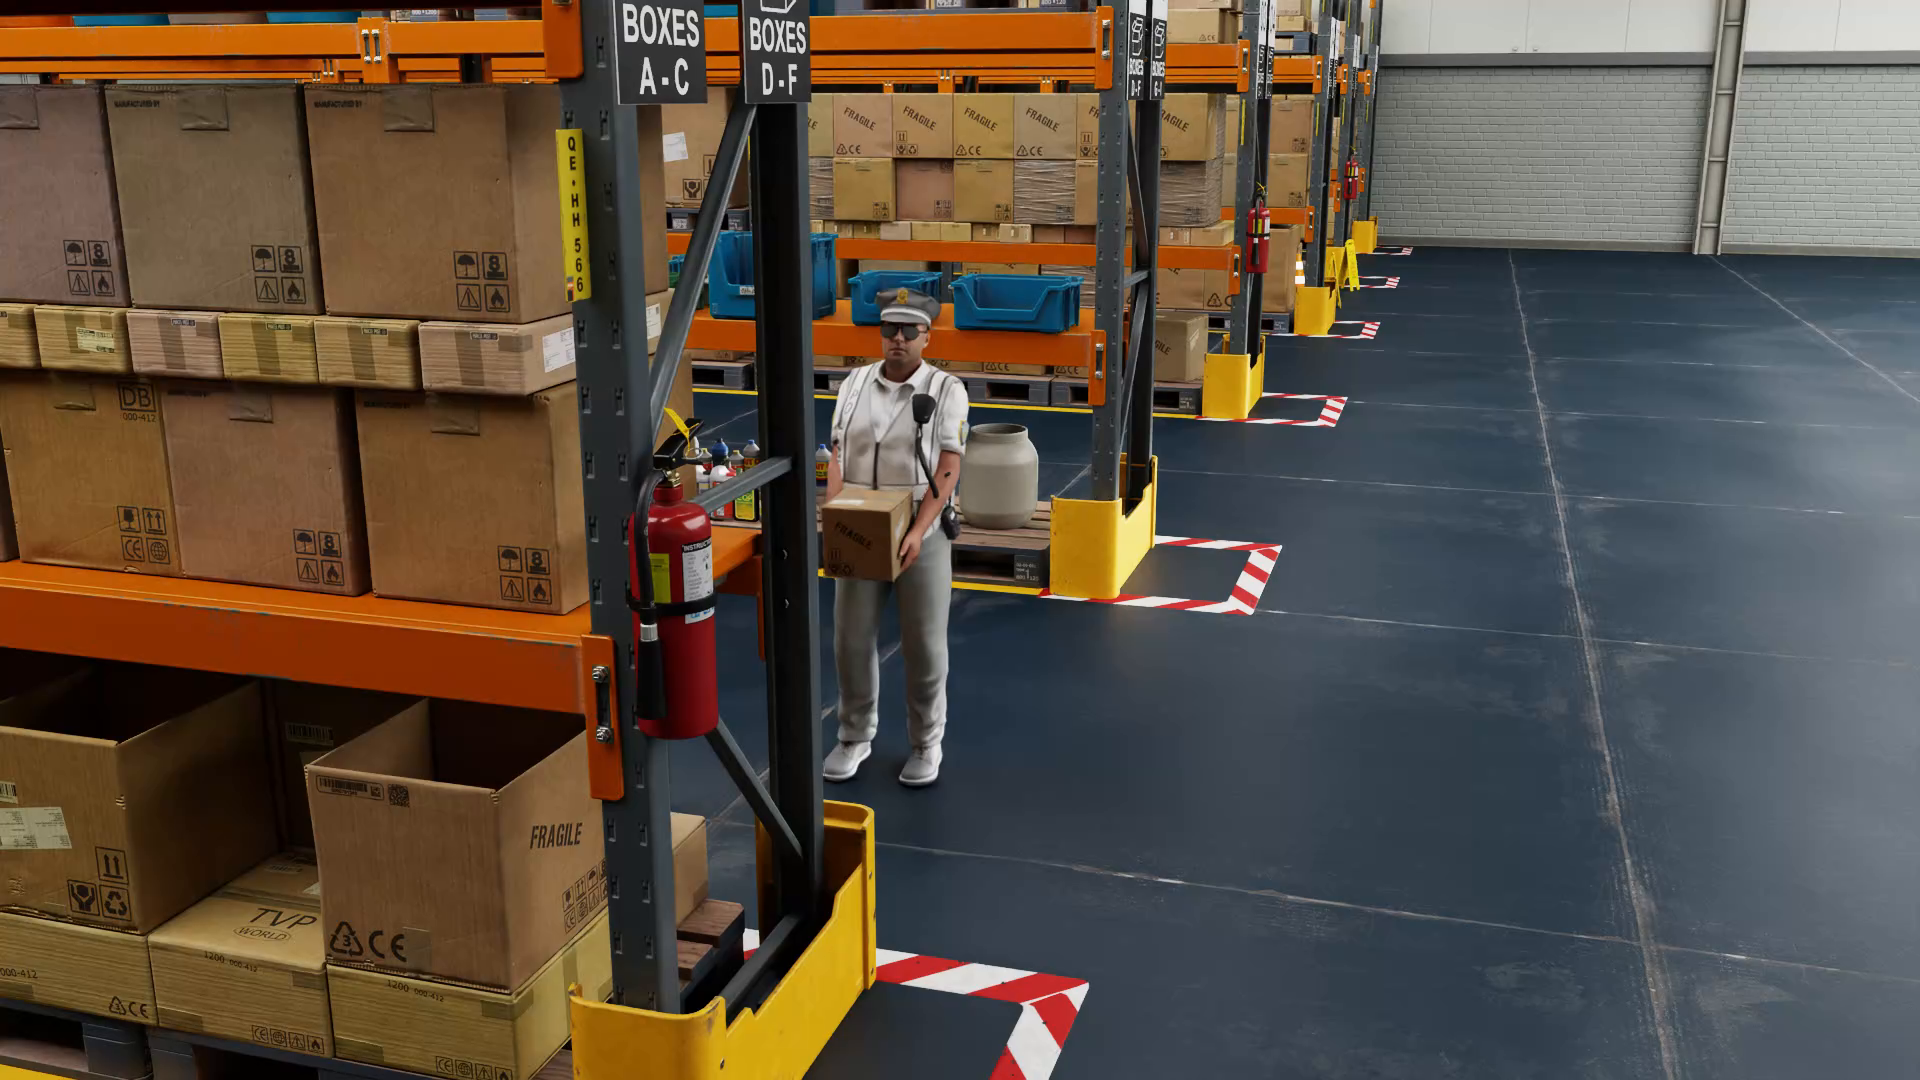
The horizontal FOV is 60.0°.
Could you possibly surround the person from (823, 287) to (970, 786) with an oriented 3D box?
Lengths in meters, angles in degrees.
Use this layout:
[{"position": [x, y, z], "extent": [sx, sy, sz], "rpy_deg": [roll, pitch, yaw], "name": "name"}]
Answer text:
[{"position": [-0.245, -0.001, 5.941], "extent": [0.513, 1.782, 0.552], "rpy_deg": [4, 16, 16], "name": "person"}]
